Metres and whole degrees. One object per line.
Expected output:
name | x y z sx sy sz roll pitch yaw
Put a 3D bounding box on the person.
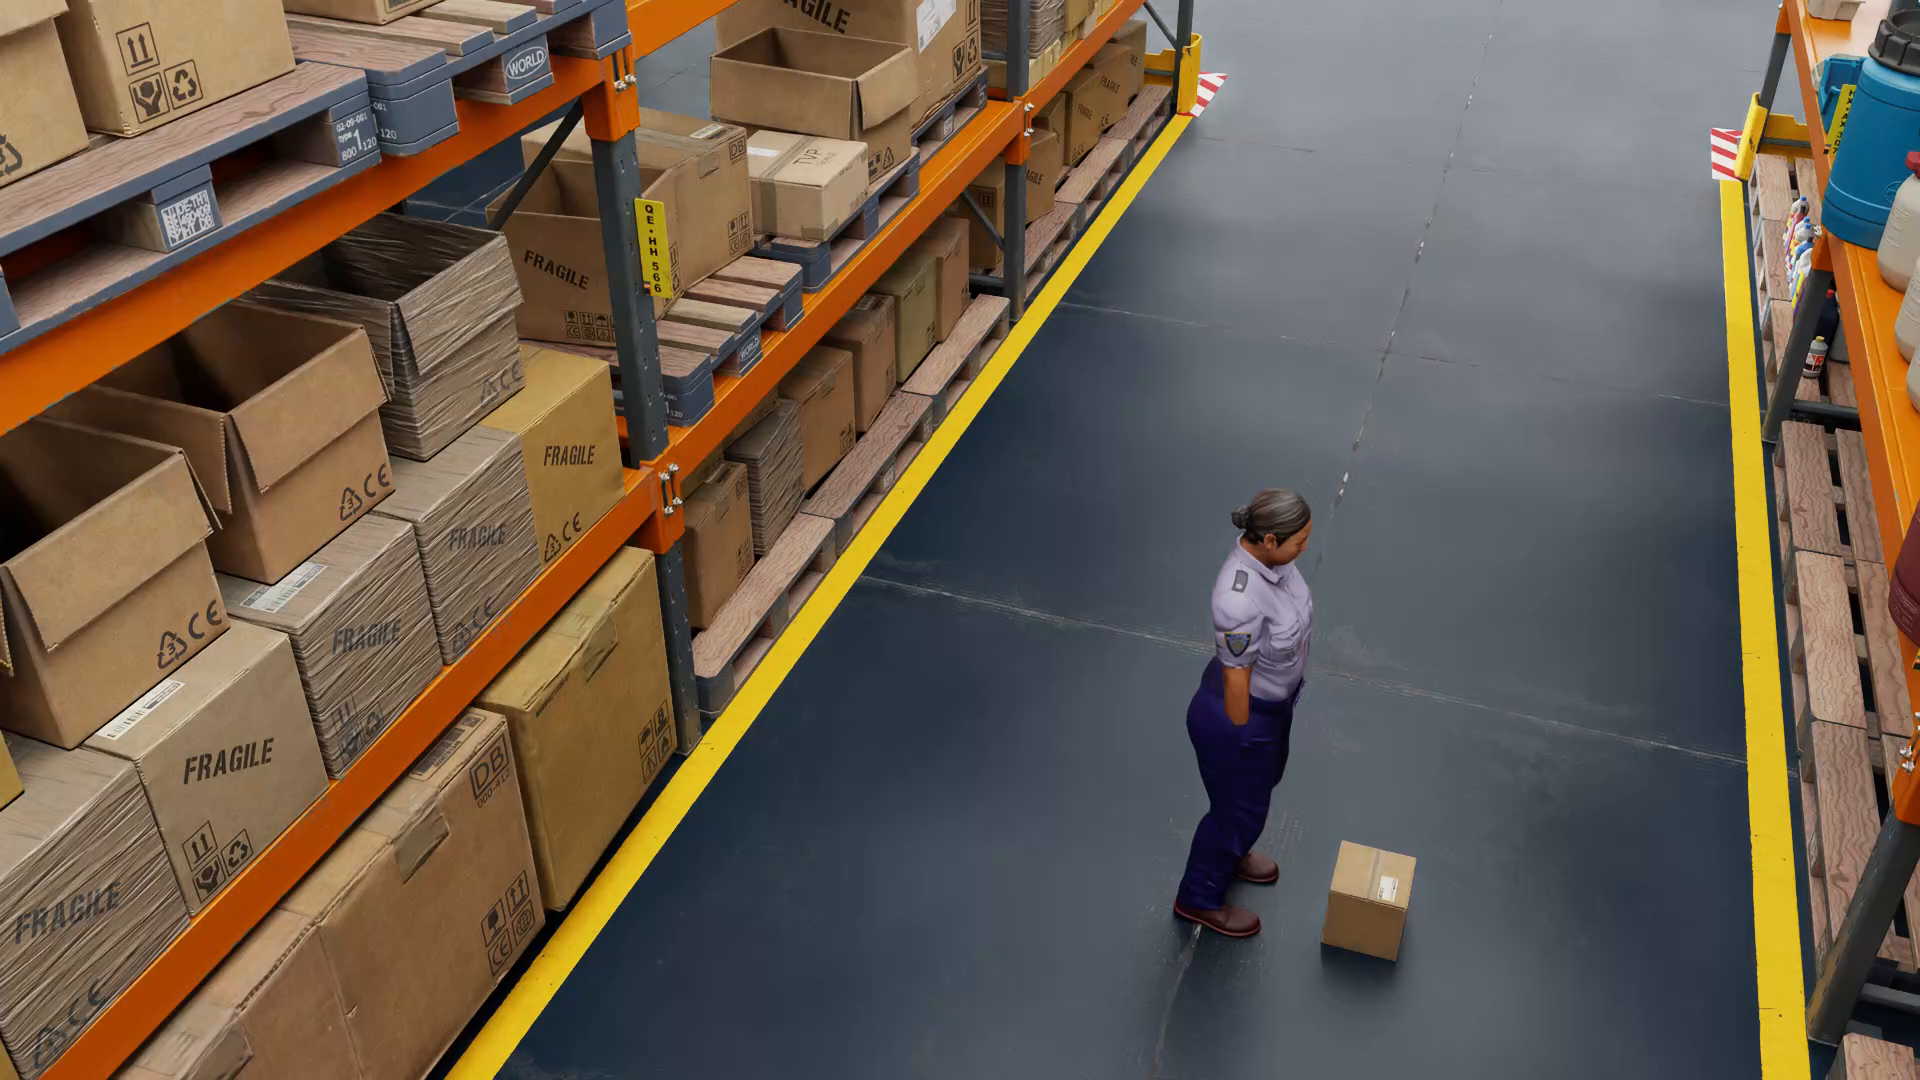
person | 0.927 0.540 5.364 0.339 1.625 0.474 12 35 17
